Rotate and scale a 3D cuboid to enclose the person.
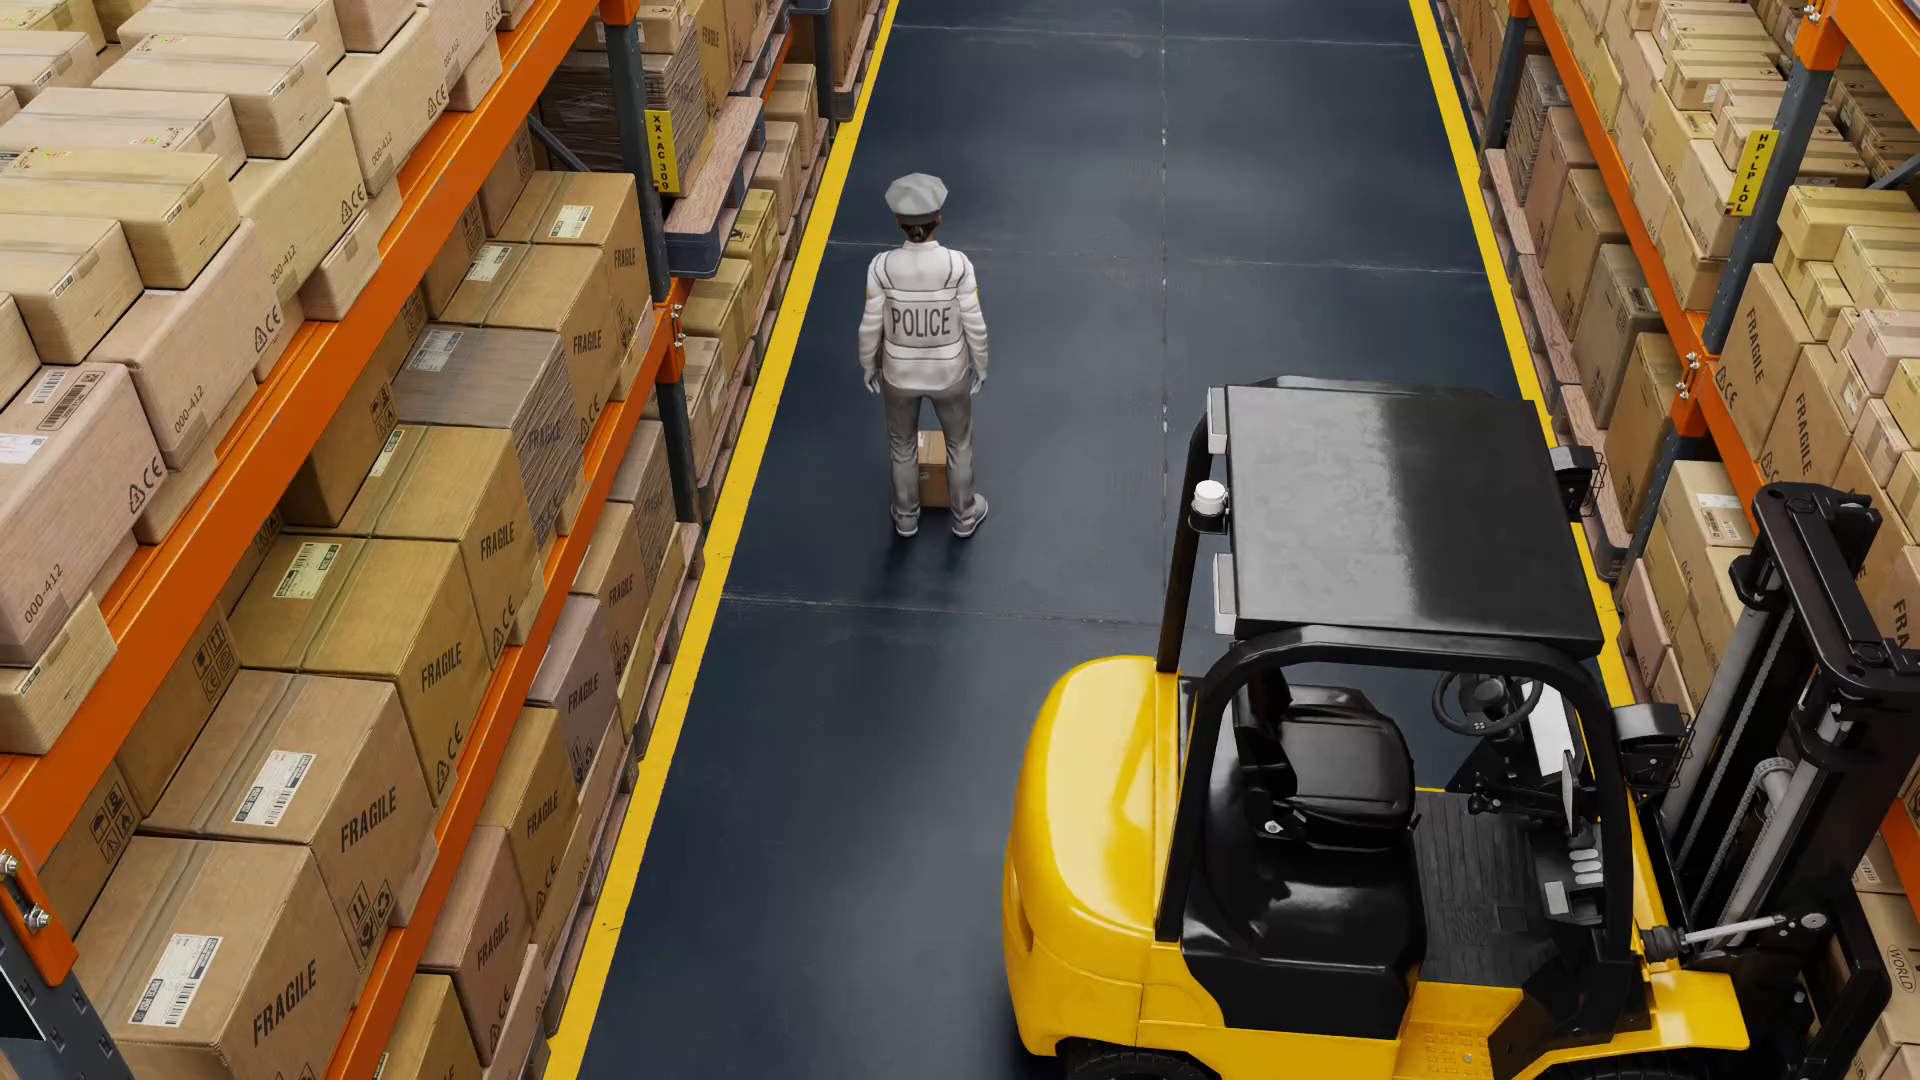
[{"bbox_3d":[-0.149,-0.713,6.993,0.545,1.666,0.371,1,40,1],"label":"person"}]
